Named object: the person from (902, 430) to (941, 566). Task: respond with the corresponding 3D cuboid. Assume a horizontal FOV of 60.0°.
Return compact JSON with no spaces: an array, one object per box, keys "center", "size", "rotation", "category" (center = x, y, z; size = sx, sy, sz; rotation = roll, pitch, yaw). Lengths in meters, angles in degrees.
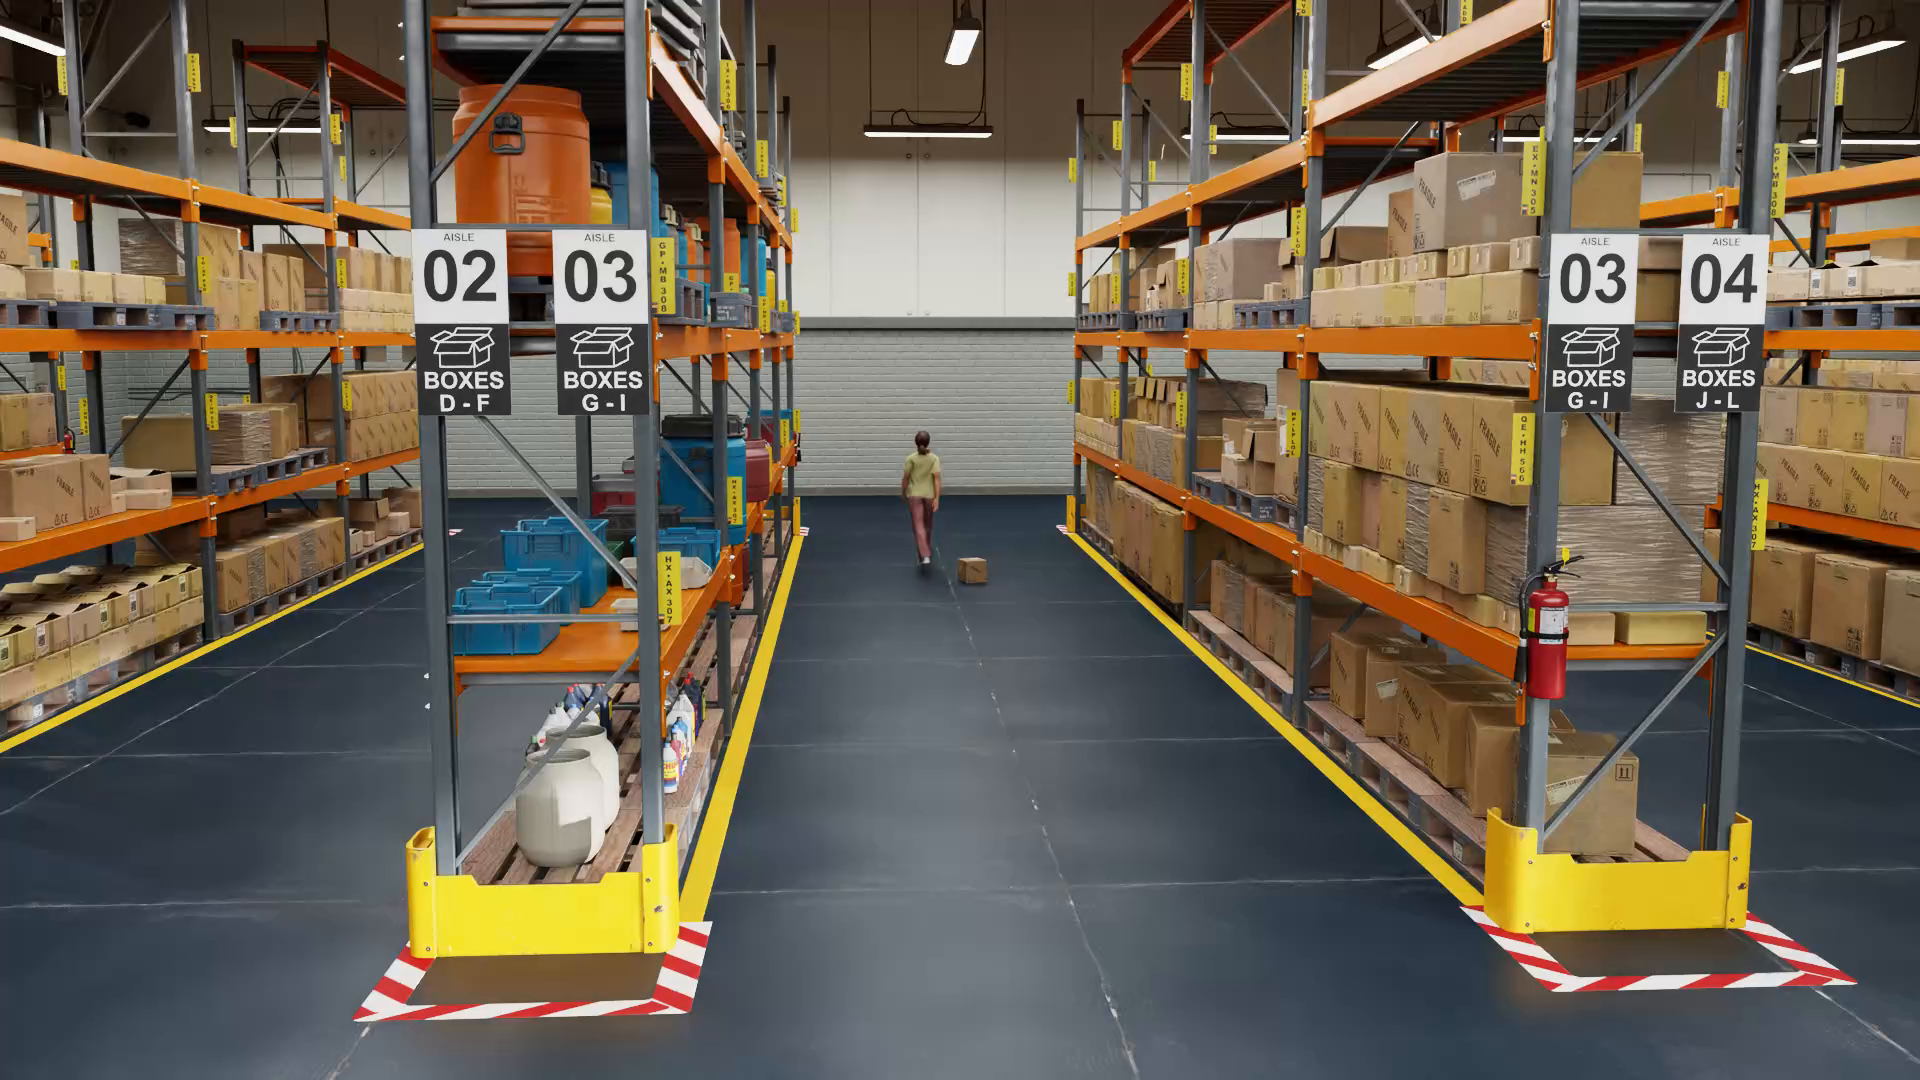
[{"center":[-0.478,-0.509,19.933],"size":[0.450,1.618,1.026],"rotation":[-2,7,-14],"category":"person"}]
